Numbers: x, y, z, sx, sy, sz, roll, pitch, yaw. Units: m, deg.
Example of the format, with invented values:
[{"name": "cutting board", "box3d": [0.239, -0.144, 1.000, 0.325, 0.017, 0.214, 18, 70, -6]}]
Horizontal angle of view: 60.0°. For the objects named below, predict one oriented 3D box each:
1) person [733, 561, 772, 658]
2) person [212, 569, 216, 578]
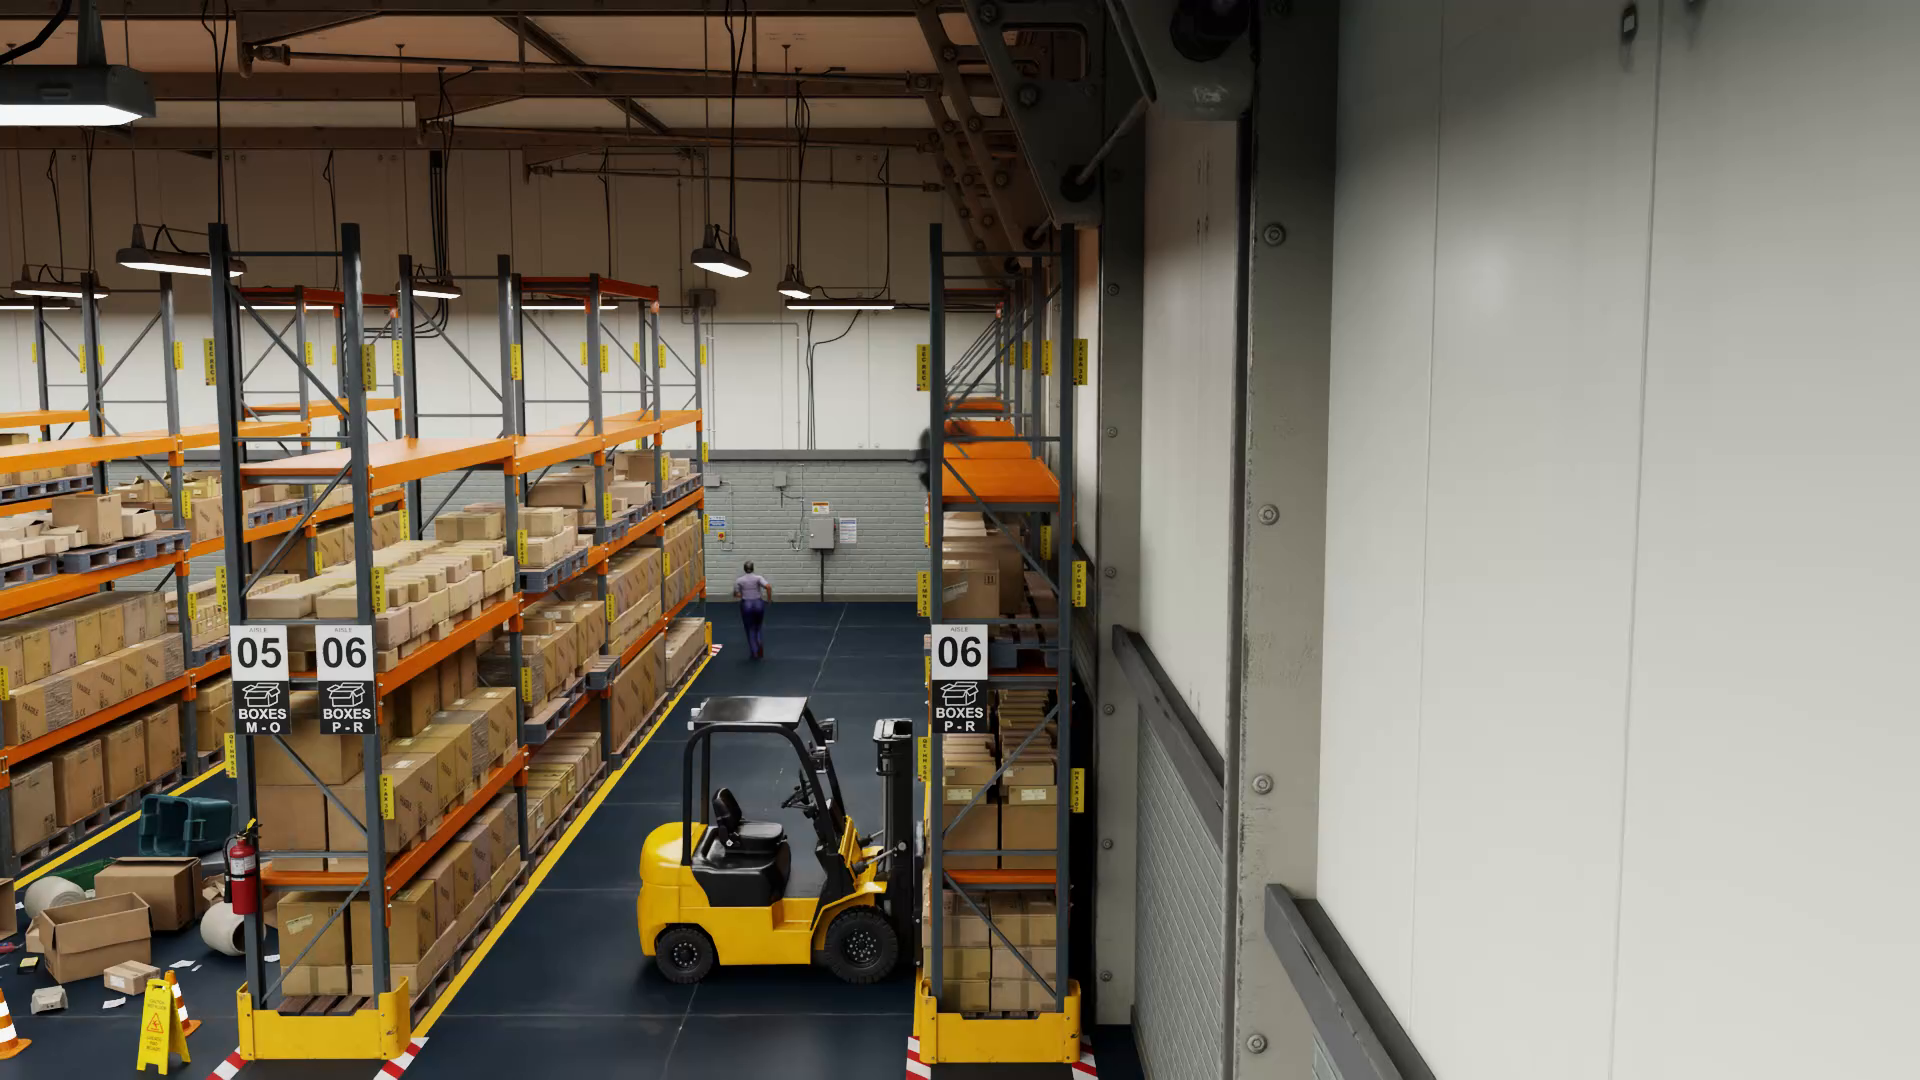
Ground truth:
[{"name": "person", "box3d": [-3.434, 1.175, 27.503, 0.609, 1.676, 0.638, -2, 7, -18]}, {"name": "person", "box3d": [-11.528, 1.274, 25.902, 0.686, 1.740, 0.522, 0, 7, 0]}]
